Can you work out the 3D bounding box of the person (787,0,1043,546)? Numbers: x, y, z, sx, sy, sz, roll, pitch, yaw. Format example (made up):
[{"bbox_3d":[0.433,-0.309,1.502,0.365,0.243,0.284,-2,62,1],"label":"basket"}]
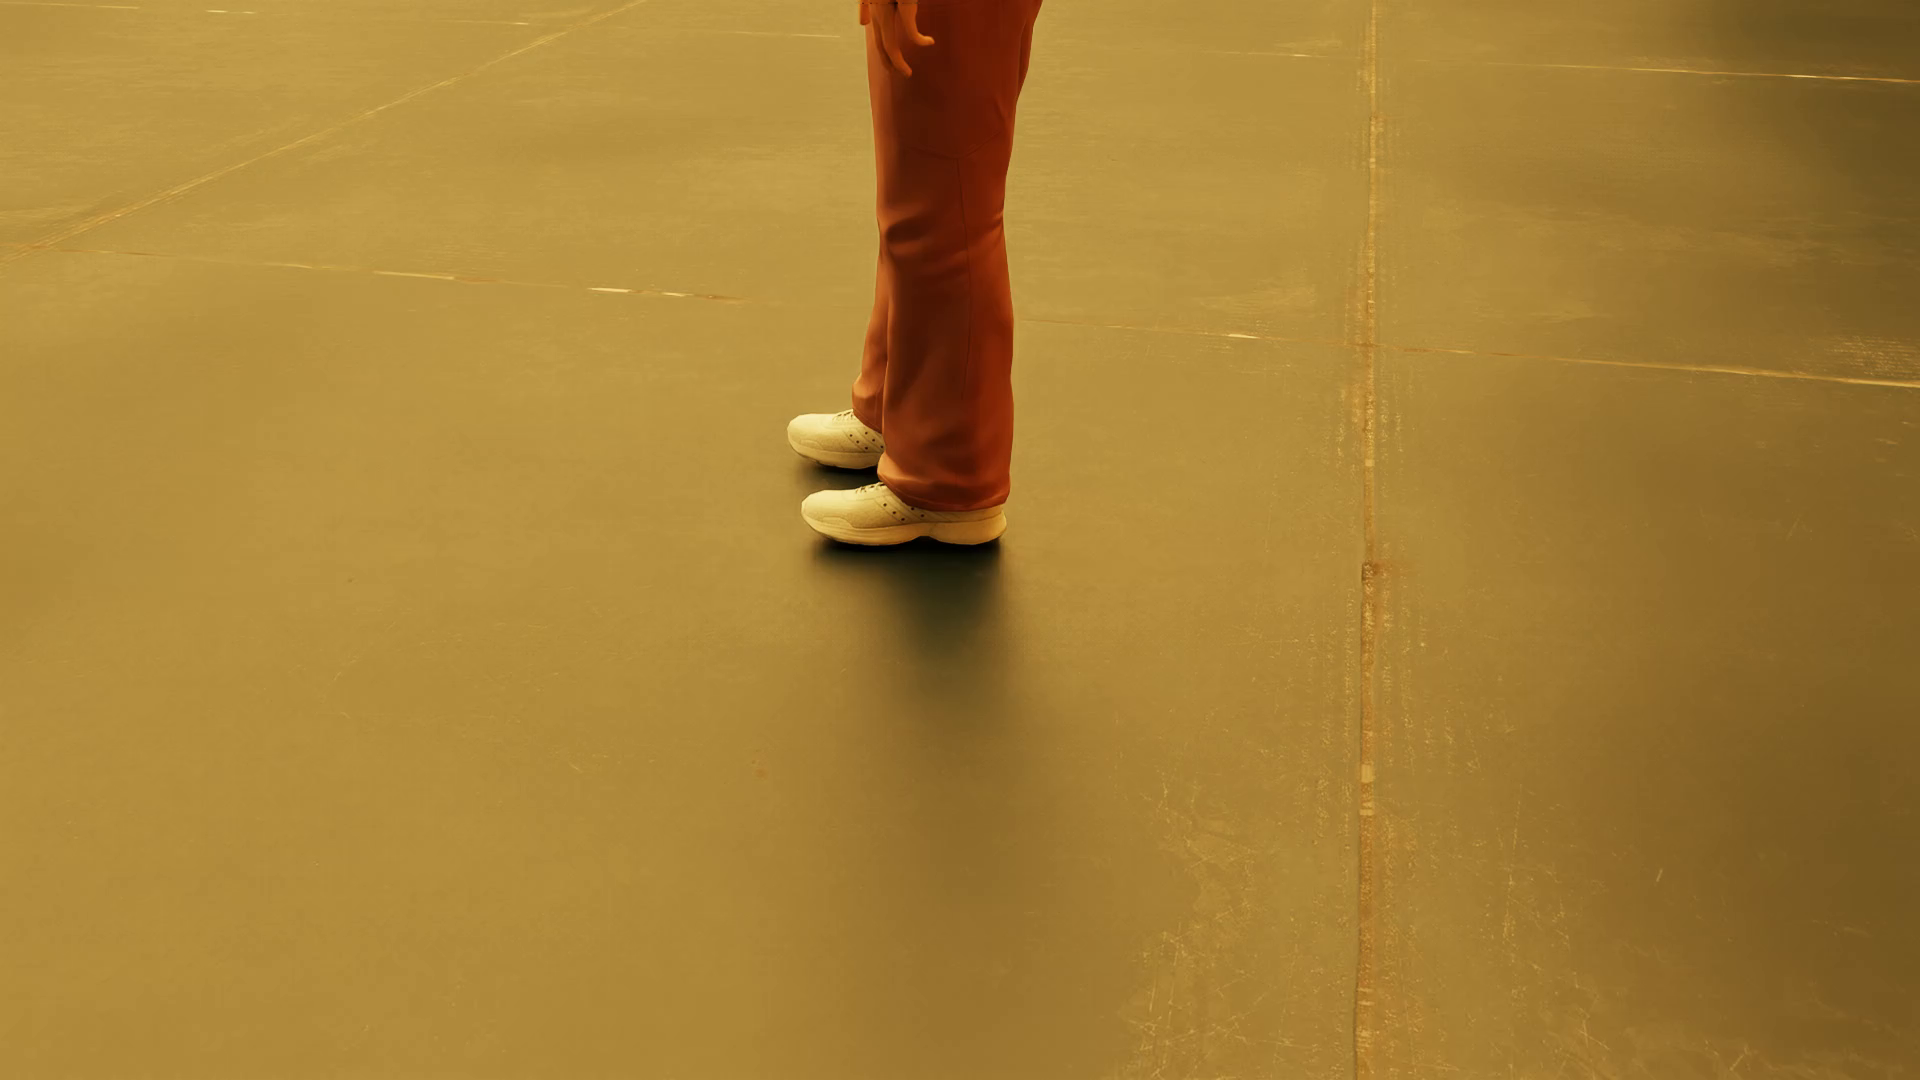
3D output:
[{"bbox_3d":[-0.069,-0.766,2.144,0.549,1.674,0.555,6,27,11],"label":"person"}]
